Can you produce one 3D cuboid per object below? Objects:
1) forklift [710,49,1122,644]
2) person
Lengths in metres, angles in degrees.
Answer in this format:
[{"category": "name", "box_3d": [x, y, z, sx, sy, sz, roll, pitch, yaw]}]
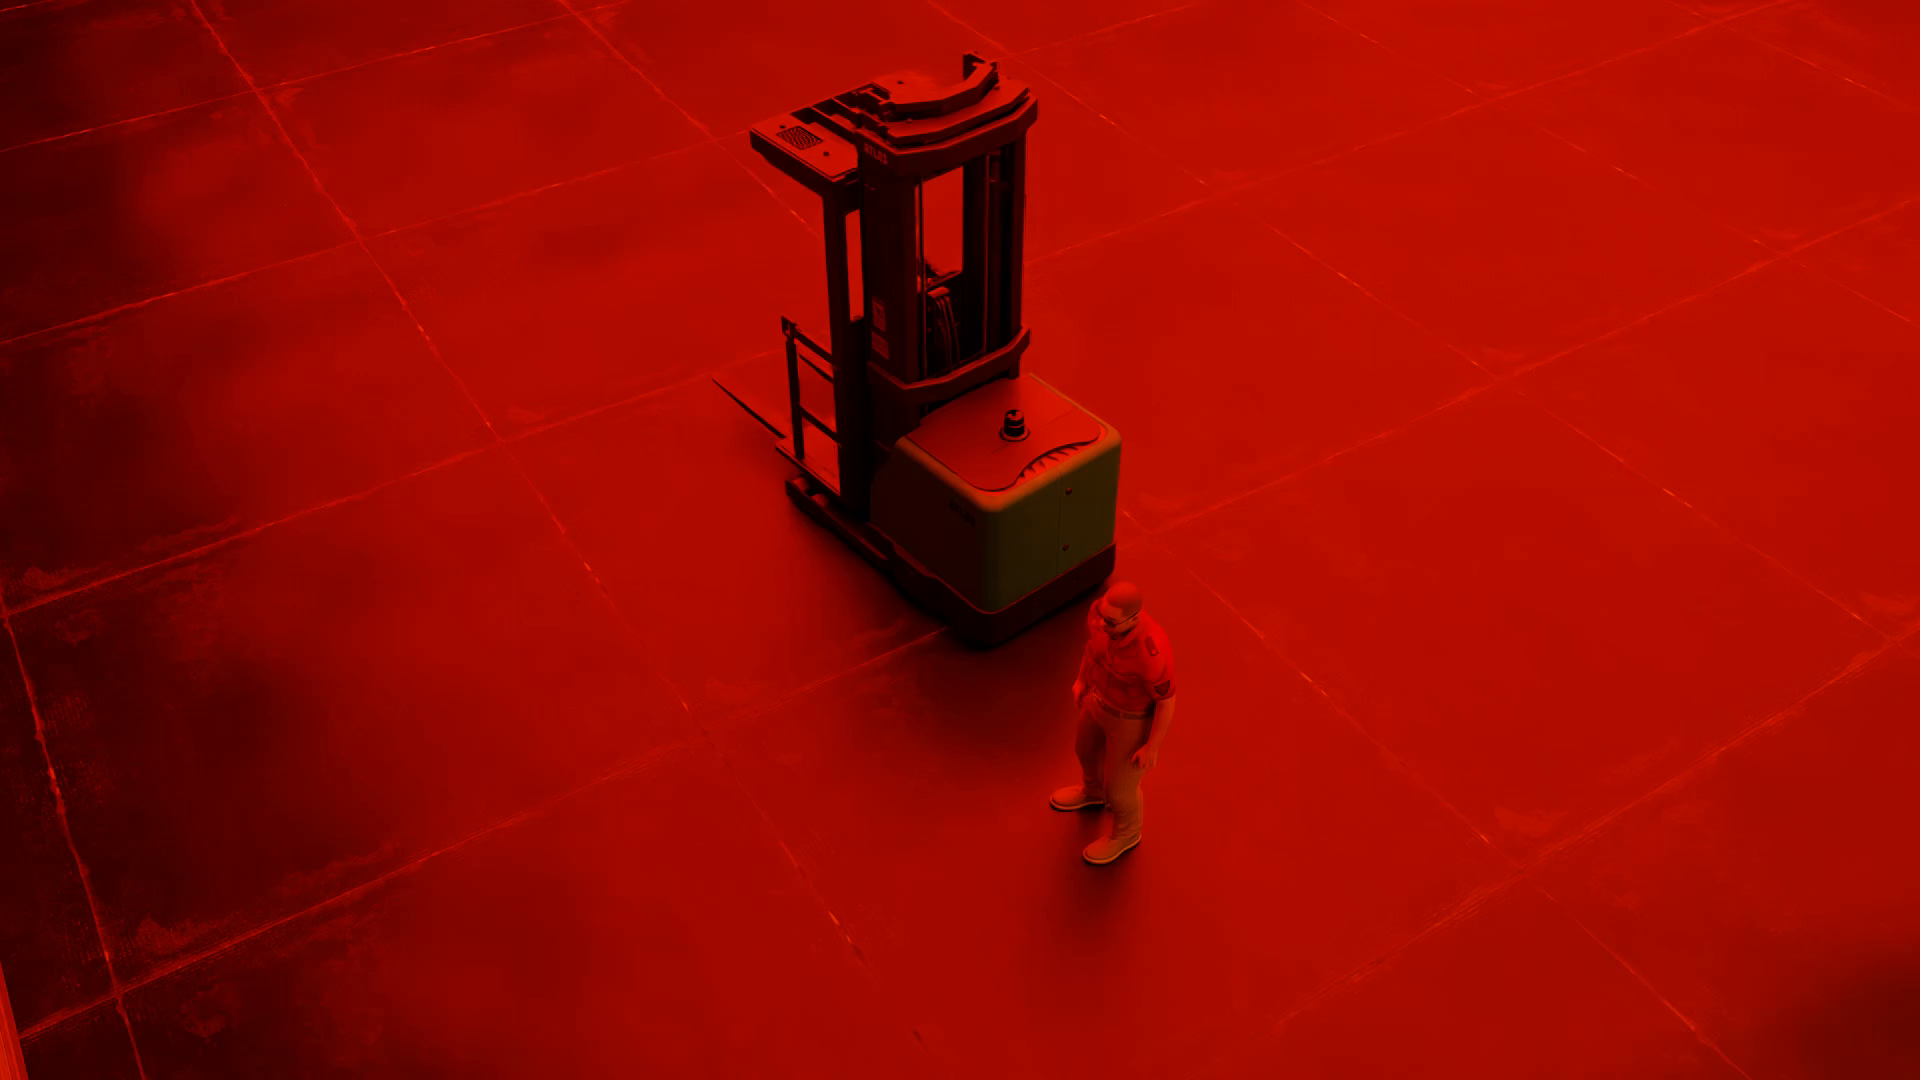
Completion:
[{"category": "forklift", "box_3d": [-0.427, -1.418, 9.494, 1.130, 2.935, 3.031, -29, 49, -29]}, {"category": "person", "box_3d": [0.729, 0.815, 7.855, 0.408, 1.724, 0.630, -23, 46, -24]}]
